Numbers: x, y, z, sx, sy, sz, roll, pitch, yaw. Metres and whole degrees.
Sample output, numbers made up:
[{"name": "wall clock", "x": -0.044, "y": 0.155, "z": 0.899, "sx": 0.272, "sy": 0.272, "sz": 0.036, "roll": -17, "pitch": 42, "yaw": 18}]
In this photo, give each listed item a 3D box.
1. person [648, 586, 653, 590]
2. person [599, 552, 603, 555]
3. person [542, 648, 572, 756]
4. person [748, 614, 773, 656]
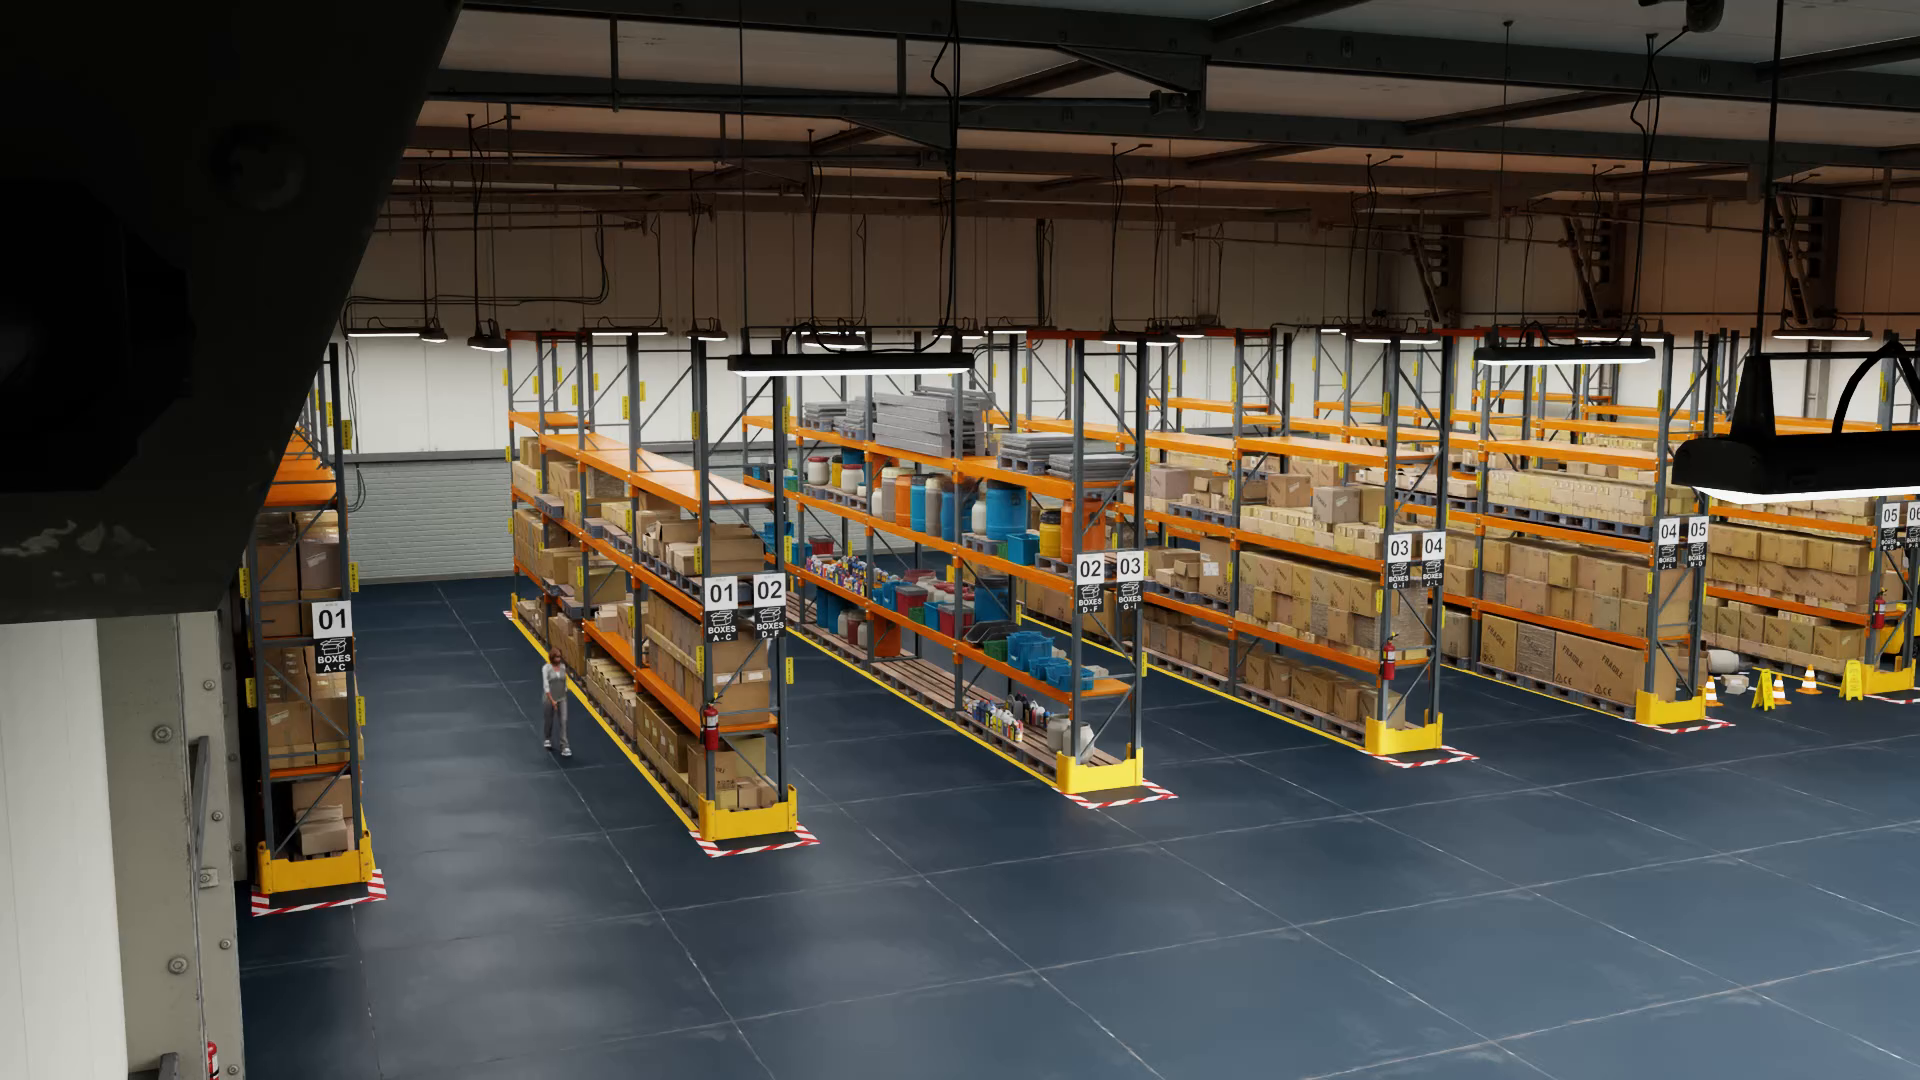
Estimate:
[{"name": "person", "x": -6.559, "y": 0.594, "z": 35.880, "sx": 0.421, "sy": 1.784, "sz": 0.576, "roll": -5, "pitch": 9, "yaw": -35}, {"name": "person", "x": -8.341, "y": 0.309, "z": 38.069, "sx": 1.136, "sy": 1.726, "sz": 0.516, "roll": -1, "pitch": 8, "yaw": -5}, {"name": "person", "x": -5.807, "y": 2.306, "z": 23.991, "sx": 0.405, "sy": 1.520, "sz": 0.967, "roll": -5, "pitch": 9, "yaw": -32}, {"name": "person", "x": -3.301, "y": 1.842, "z": 27.124, "sx": 0.545, "sy": 1.644, "sz": 0.620, "roll": -3, "pitch": 8, "yaw": -22}]
